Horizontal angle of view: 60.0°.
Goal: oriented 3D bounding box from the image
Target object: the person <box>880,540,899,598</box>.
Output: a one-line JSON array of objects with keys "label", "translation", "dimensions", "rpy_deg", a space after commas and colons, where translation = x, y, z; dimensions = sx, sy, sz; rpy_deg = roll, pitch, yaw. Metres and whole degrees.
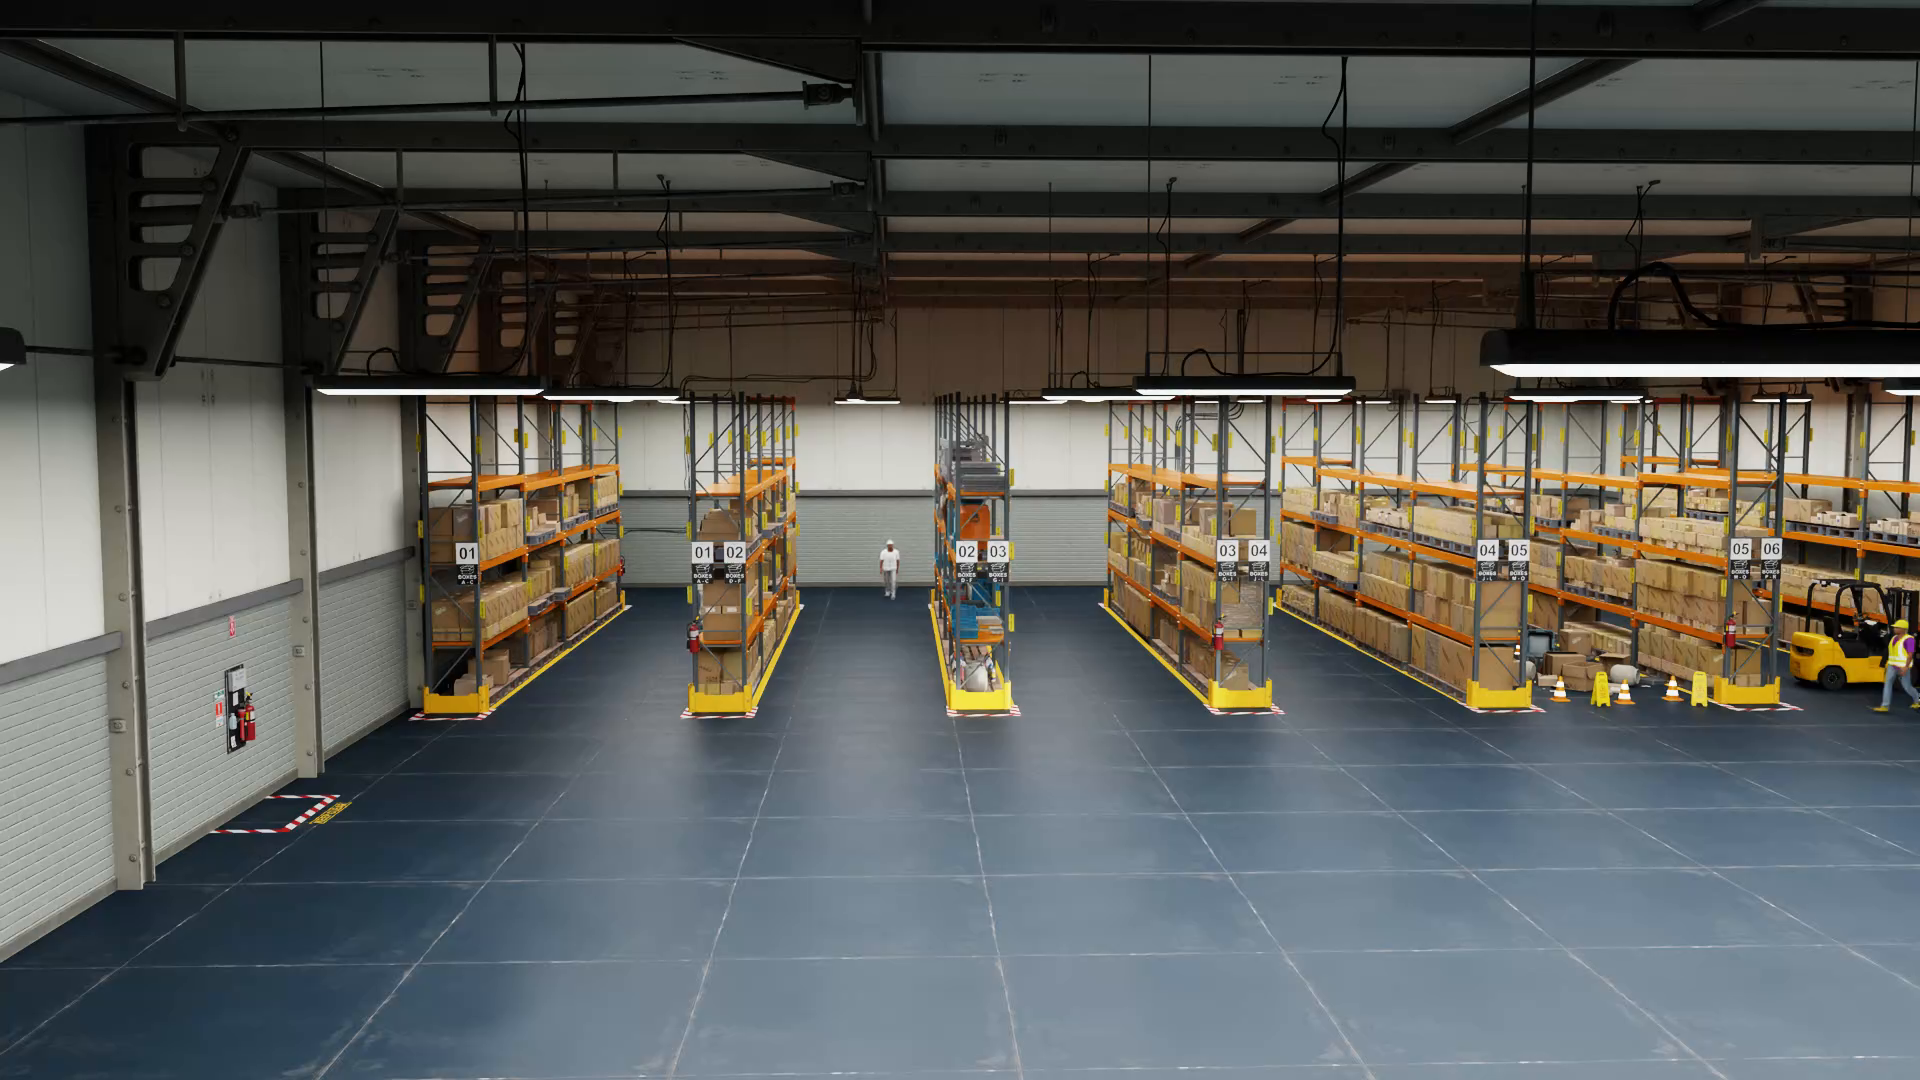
[{"label": "person", "translation": [-2.105, 0.867, 49.642], "dimensions": [0.583, 1.717, 1.001], "rpy_deg": [0, 5, -3]}]

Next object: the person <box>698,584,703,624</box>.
[{"label": "person", "translation": [-6.613, 1.339, 43.565], "dimensions": [0.507, 1.809, 0.565], "rpy_deg": [1, 5, 9]}]

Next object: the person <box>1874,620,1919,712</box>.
[{"label": "person", "translation": [17.618, 2.361, 31.133], "dimensions": [1.001, 1.740, 0.545], "rpy_deg": [-2, 5, -23]}]

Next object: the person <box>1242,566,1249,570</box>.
[{"label": "person", "translation": [8.011, 1.040, 47.618], "dimensions": [0.591, 1.715, 0.949], "rpy_deg": [2, 5, 23]}]
